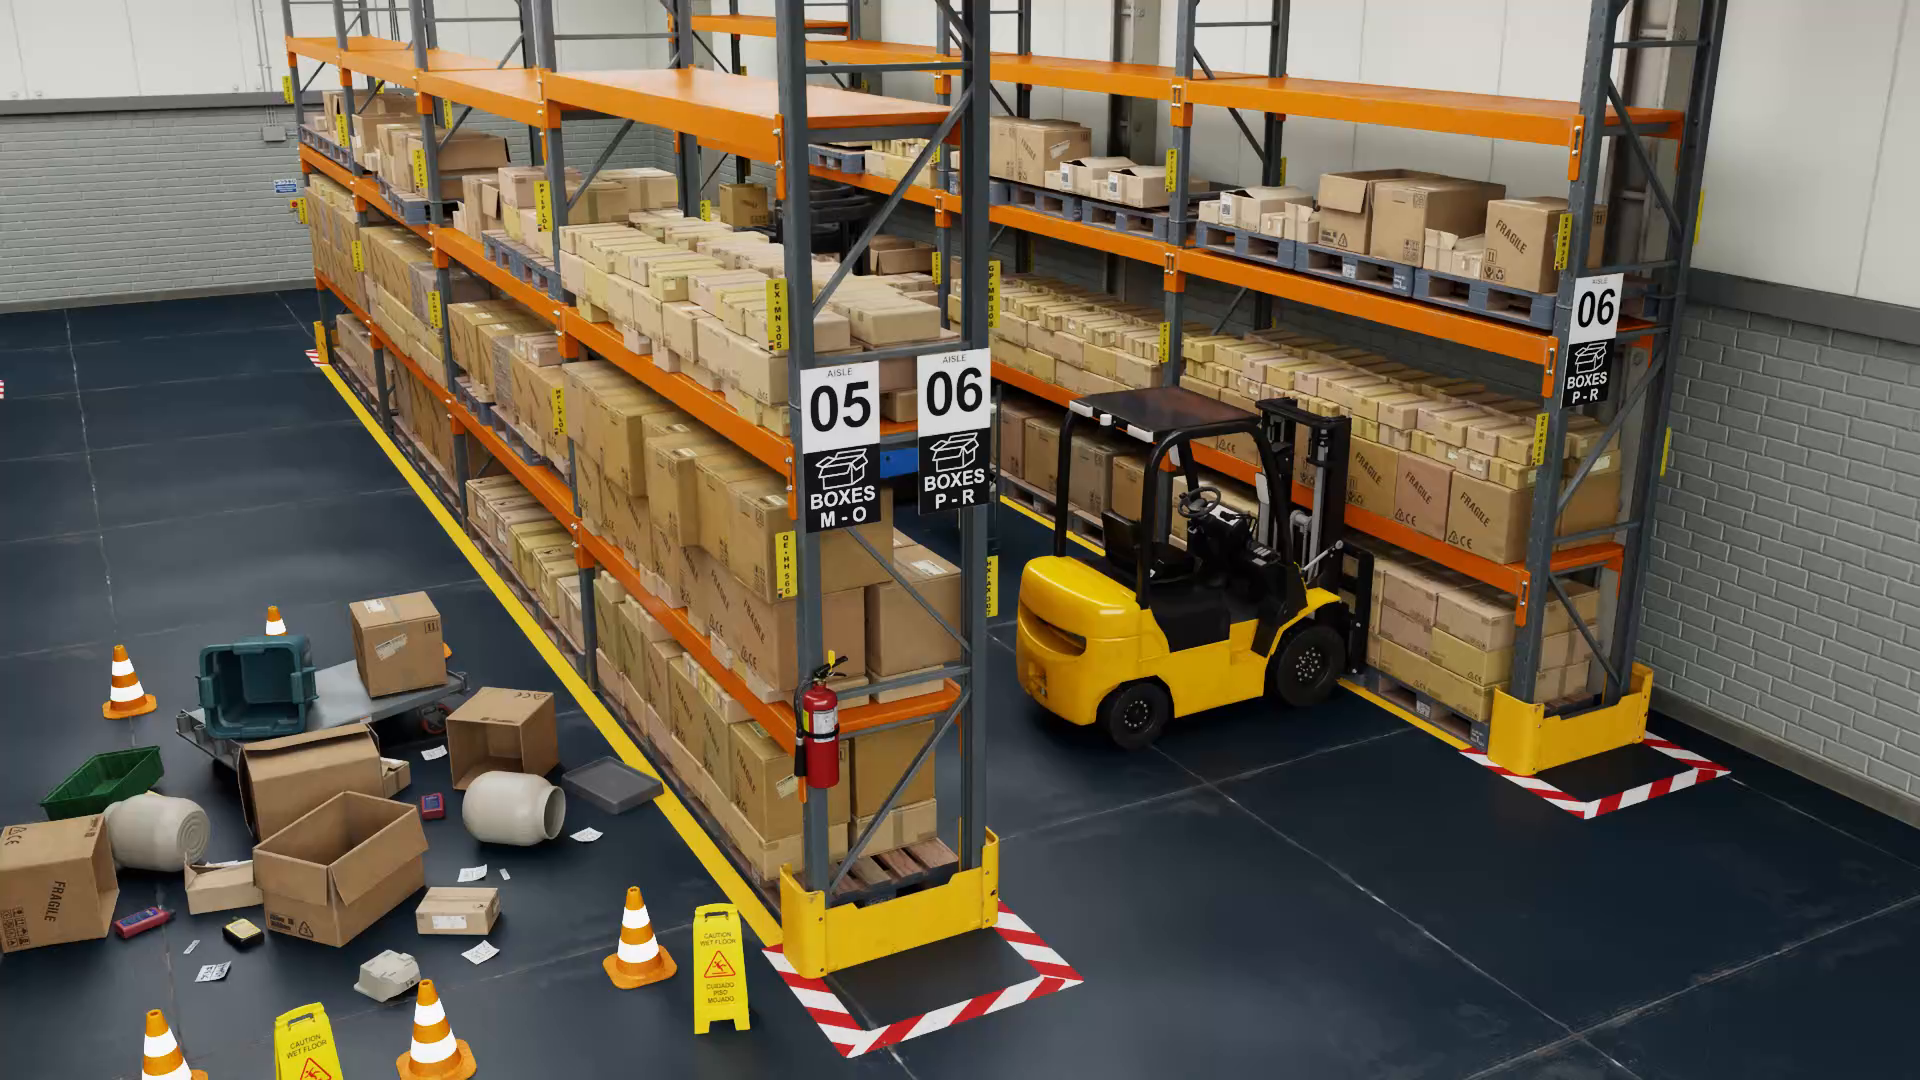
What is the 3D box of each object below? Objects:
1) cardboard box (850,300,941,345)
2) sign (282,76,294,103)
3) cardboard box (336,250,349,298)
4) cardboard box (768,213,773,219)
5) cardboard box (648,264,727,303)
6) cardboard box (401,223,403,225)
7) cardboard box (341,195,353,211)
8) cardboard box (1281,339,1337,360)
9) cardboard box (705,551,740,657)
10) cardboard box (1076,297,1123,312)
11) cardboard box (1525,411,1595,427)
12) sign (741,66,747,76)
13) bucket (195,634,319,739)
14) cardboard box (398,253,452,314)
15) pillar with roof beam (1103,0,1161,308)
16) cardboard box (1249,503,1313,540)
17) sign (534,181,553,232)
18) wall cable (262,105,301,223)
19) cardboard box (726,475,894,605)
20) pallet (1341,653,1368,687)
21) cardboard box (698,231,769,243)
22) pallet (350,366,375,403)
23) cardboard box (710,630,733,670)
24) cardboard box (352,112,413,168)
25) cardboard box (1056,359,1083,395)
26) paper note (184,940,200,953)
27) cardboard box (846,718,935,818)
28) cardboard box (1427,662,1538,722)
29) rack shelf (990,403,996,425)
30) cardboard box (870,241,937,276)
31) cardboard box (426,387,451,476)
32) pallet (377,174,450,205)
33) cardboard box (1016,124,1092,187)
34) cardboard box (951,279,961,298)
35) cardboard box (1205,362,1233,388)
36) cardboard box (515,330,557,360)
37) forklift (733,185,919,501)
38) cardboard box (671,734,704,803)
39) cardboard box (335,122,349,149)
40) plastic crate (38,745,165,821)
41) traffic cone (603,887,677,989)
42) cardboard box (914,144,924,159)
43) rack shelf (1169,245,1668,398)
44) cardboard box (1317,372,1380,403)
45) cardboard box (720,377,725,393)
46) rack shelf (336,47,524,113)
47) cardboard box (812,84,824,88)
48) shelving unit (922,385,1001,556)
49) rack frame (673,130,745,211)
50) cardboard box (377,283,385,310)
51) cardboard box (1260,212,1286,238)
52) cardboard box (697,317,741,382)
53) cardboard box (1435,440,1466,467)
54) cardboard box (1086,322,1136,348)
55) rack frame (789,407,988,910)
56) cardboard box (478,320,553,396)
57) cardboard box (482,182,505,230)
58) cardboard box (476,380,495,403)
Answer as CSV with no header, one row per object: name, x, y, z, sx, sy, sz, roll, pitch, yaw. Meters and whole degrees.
cardboard box,-0.319,-1.075,8.213,0.380,0.149,0.250,-10,21,-27
sign,-8.418,-5.643,20.826,0.100,0.325,0.005,-10,21,-27
cardboard box,-6.974,-3.140,19.479,0.500,0.500,0.500,-10,22,-27
cardboard box,-2.634,-4.316,22.815,0.500,0.250,0.500,-9,21,-25
cardboard box,-1.507,-1.428,9.235,0.380,0.149,0.250,-9,21,-25
cardboard box,-6.041,-3.404,18.713,0.500,0.500,0.500,-10,21,-26
cardboard box,-6.880,-3.878,19.090,0.380,0.149,0.250,-10,21,-27
cardboard box,2.776,-1.481,13.221,0.380,0.149,0.250,-10,22,-27
cardboard box,-1.063,0.289,9.086,0.500,0.500,0.500,-10,21,-27
cardboard box,1.317,-2.186,15.720,0.380,0.149,0.250,-9,21,-25
cardboard box,3.995,-0.745,11.089,0.380,0.149,0.250,-9,21,-25
sign,-3.062,-6.545,23.545,0.100,0.325,0.005,-10,21,-27
bucket,-4.443,0.893,10.634,0.726,0.611,0.620,-3,9,-8
cardboard box,-5.085,-2.479,16.032,0.500,0.500,0.500,-10,21,-27
pillar with roof beam,-2.138,-4.266,13.700,9.100,9.000,0.400,-10,21,-27
cardboard box,2.572,-0.078,12.798,0.500,0.250,0.500,-9,21,-25
sign,-2.715,-2.175,10.842,0.100,0.325,0.005,-10,21,-27
wall cable,-10.625,-5.969,26.225,0.585,1.953,0.123,-10,21,-27
cardboard box,-0.764,-0.039,8.503,0.700,0.500,0.500,-11,22,-28
pallet,3.062,0.720,12.721,1.003,0.211,1.213,-10,21,-27
cardboard box,-1.412,-1.827,10.392,0.380,0.149,0.250,-9,21,-25
pallet,-6.903,-1.973,20.526,1.003,0.211,1.213,-10,21,-27
cardboard box,-1.165,0.577,9.245,0.380,0.149,0.250,-10,21,-26
cardboard box,-5.864,-4.076,16.950,0.500,0.500,0.500,-10,22,-28
cardboard box,1.216,-1.508,15.132,0.500,0.250,0.500,-10,21,-26
paper note,-4.086,2.164,8.845,0.032,0.001,0.123,1,19,2
cardboard box,-0.481,1.200,9.477,0.500,0.500,0.500,-11,22,-28
cardboard box,3.536,0.980,11.265,0.500,0.250,0.500,-10,21,-26
rack shelf,0.003,-1.076,14.754,0.431,0.370,0.720,-10,21,-27
cardboard box,-0.699,-3.019,18.481,0.797,0.503,0.637,-11,22,-28
cardboard box,-4.803,-1.224,16.694,0.875,0.875,0.875,-10,21,-26
pallet,-5.014,-3.388,16.042,1.003,0.211,1.213,-9,21,-24
cardboard box,0.851,-3.505,15.142,0.500,0.500,0.500,-9,21,-25
cardboard box,0.131,-2.549,16.771,0.380,0.149,0.250,-9,21,-25
cardboard box,2.182,-1.331,13.243,0.380,0.149,0.250,-9,21,-25
cardboard box,-3.136,-1.475,12.561,0.380,0.149,0.250,-11,22,-29
forklift,-1.614,-2.076,16.655,1.130,2.935,3.031,-13,23,-33
cardboard box,-1.442,1.346,10.203,0.500,0.250,0.500,-11,22,-29
cardboard box,-6.613,-4.444,18.223,0.396,0.266,0.258,-9,21,-25
plastic crate,-5.302,1.531,10.319,0.450,0.188,0.662,-9,19,5
traffic cone,-1.669,2.010,8.597,0.336,0.463,0.334,-10,21,-27
cardboard box,-0.248,-4.009,17.172,0.380,0.149,0.250,-11,22,-28
rack shelf,3.088,-1.687,11.927,1.077,0.370,4.000,-10,21,-27
cardboard box,2.844,-1.114,12.159,0.380,0.149,0.250,-10,21,-26
cardboard box,-1.050,-0.855,8.797,0.380,0.149,0.250,-10,21,-26
rack shelf,-5.078,-4.443,15.928,1.077,0.370,4.000,-10,21,-27
cardboard box,-1.825,-5.221,19.562,0.396,0.266,0.258,-10,22,-27
shelving unit,0.003,-0.707,14.881,0.431,1.500,0.755,-10,21,-27
rack frame,-3.560,-4.629,23.946,1.000,3.000,0.127,-10,21,-27
cardboard box,-5.794,-2.560,17.417,0.500,0.250,0.500,-10,21,-26
cardboard box,2.449,-2.332,12.281,0.380,0.149,0.250,-9,21,-25
cardboard box,-1.035,-1.005,8.621,0.500,0.250,0.500,-10,22,-27
cardboard box,3.409,-0.598,11.119,0.380,0.149,0.250,-10,21,-26
cardboard box,1.330,-1.806,14.619,0.380,0.149,0.250,-11,22,-28
rack frame,-0.329,0.734,8.404,1.000,3.000,0.127,-10,21,-27
cardboard box,-3.606,-1.484,13.579,0.500,0.500,0.500,-10,21,-26
cardboard box,-3.379,-2.595,13.297,0.797,0.503,0.637,-10,21,-27
cardboard box,-3.831,-1.265,13.942,0.380,0.149,0.250,-10,21,-26
